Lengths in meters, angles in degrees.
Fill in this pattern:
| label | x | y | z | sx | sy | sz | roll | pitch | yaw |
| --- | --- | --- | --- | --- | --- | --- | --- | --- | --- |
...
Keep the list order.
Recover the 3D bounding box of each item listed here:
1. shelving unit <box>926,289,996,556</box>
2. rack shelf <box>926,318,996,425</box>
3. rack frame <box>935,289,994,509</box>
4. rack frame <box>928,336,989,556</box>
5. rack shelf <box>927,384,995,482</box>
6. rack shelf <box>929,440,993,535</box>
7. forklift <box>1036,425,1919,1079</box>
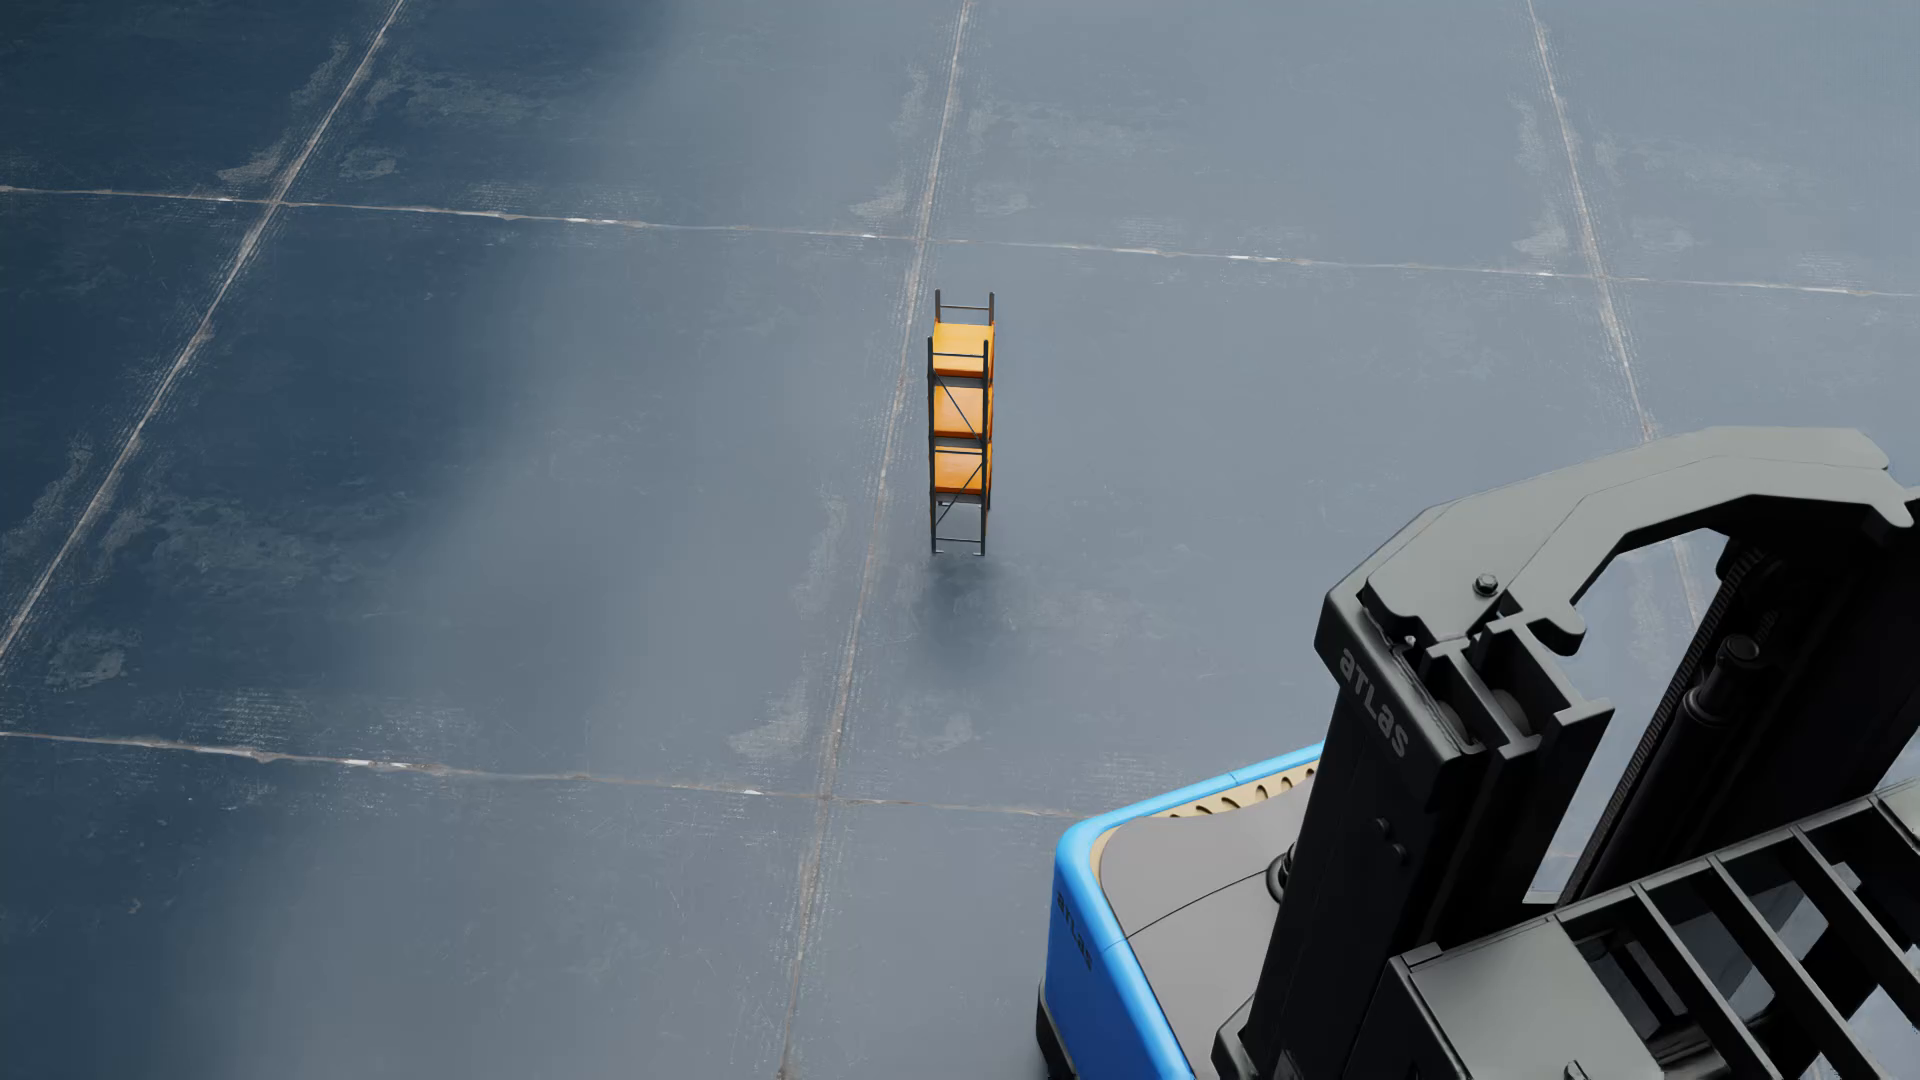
| label | x | y | z | sx | sy | sz | roll | pitch | yaw |
| --- | --- | --- | --- | --- | --- | --- | --- | --- | --- |
| shelving unit | 0.005 | -0.394 | 5.899 | 0.215 | 1.050 | 0.252 | 4 | 48 | 4 |
| rack shelf | 0.005 | -0.578 | 5.697 | 0.215 | 0.259 | 0.240 | 4 | 48 | 4 |
| rack frame | 0.016 | -0.483 | 5.981 | 0.200 | 1.050 | 0.008 | 4 | 48 | 4 |
| rack frame | -0.006 | -0.304 | 5.817 | 0.200 | 1.050 | 0.008 | 4 | 48 | 4 |
| rack shelf | 0.005 | -0.386 | 5.906 | 0.215 | 0.259 | 0.240 | 4 | 48 | 4 |
| rack shelf | 0.005 | -0.199 | 6.111 | 0.215 | 0.259 | 0.240 | 4 | 48 | 4 |
| forklift | 1.217 | 1.351 | 3.028 | 1.130 | 2.935 | 3.031 | -16 | 49 | -14 |
